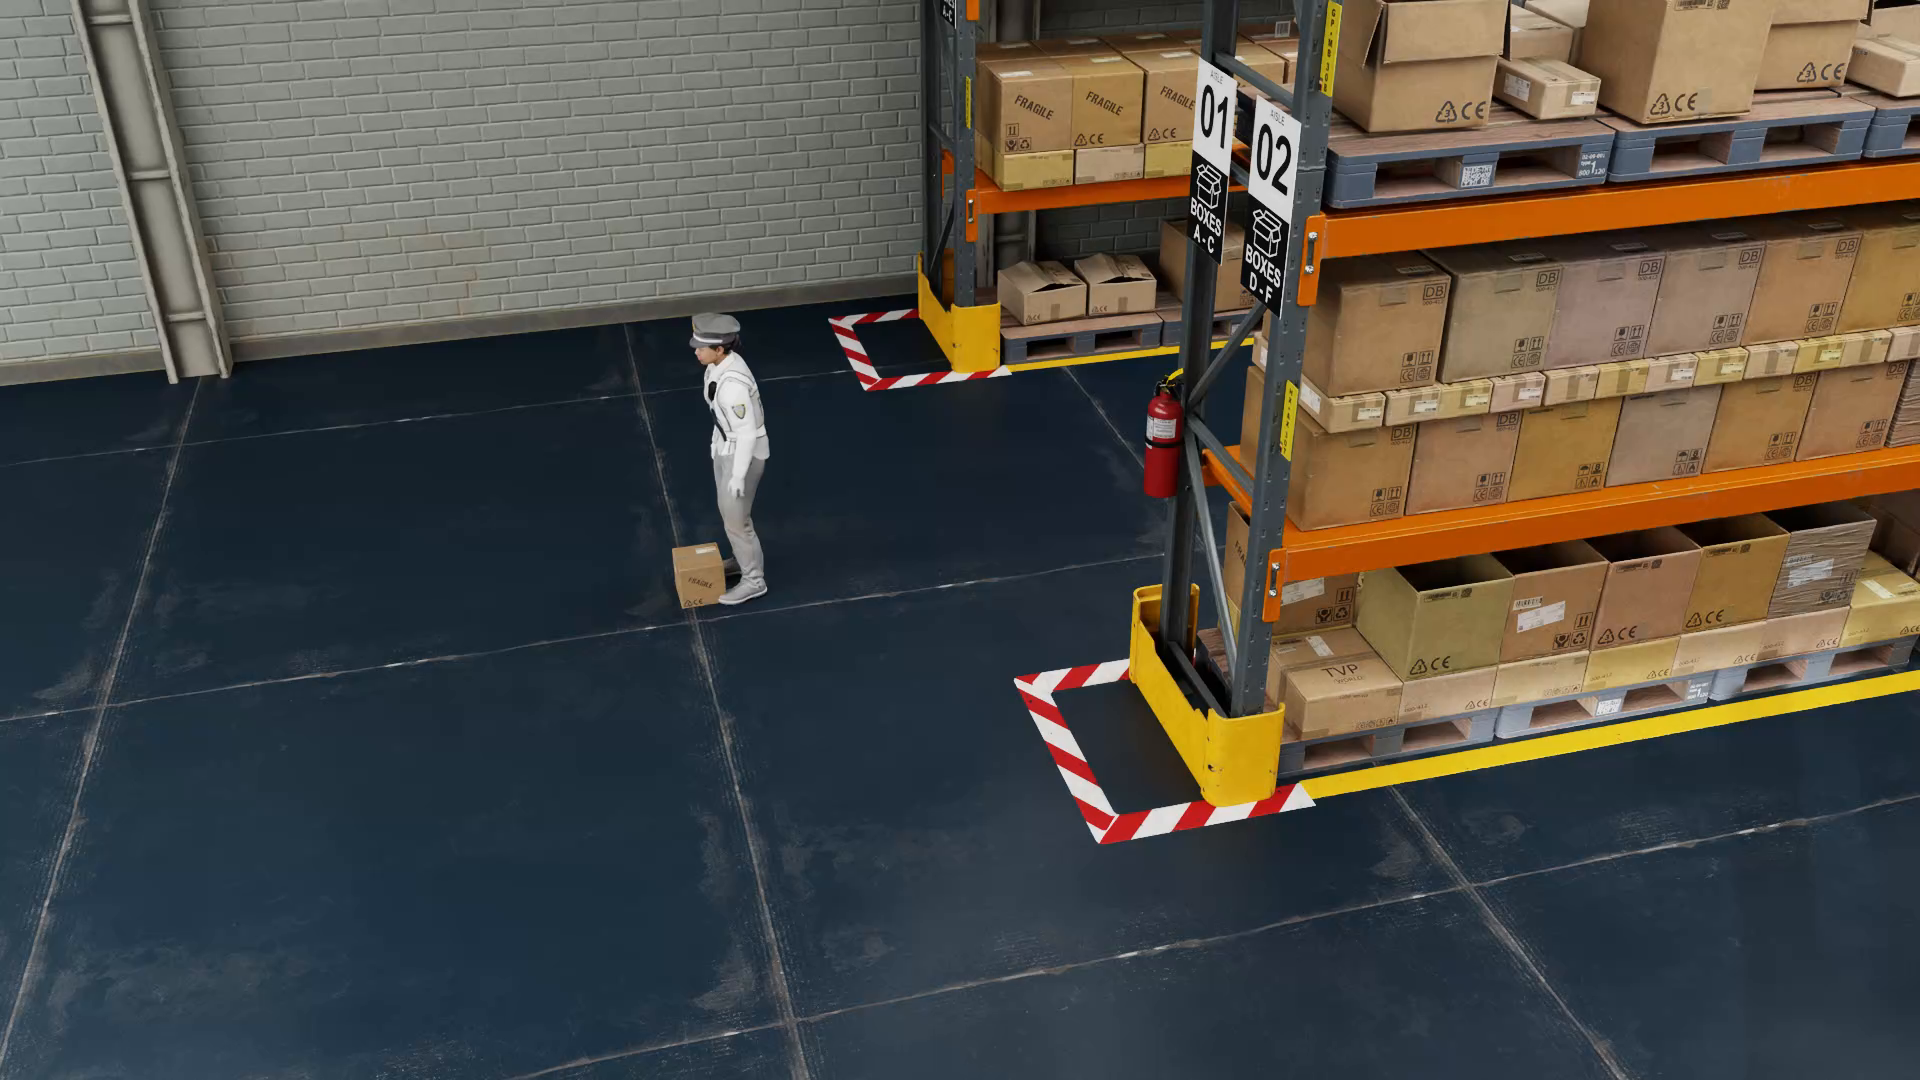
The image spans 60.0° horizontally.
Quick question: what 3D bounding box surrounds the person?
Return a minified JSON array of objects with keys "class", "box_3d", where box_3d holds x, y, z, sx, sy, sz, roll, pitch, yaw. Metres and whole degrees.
[{"class":"person","box_3d":[-1.223,-0.445,8.983,0.371,1.666,0.547,-10,32,-16]}]
